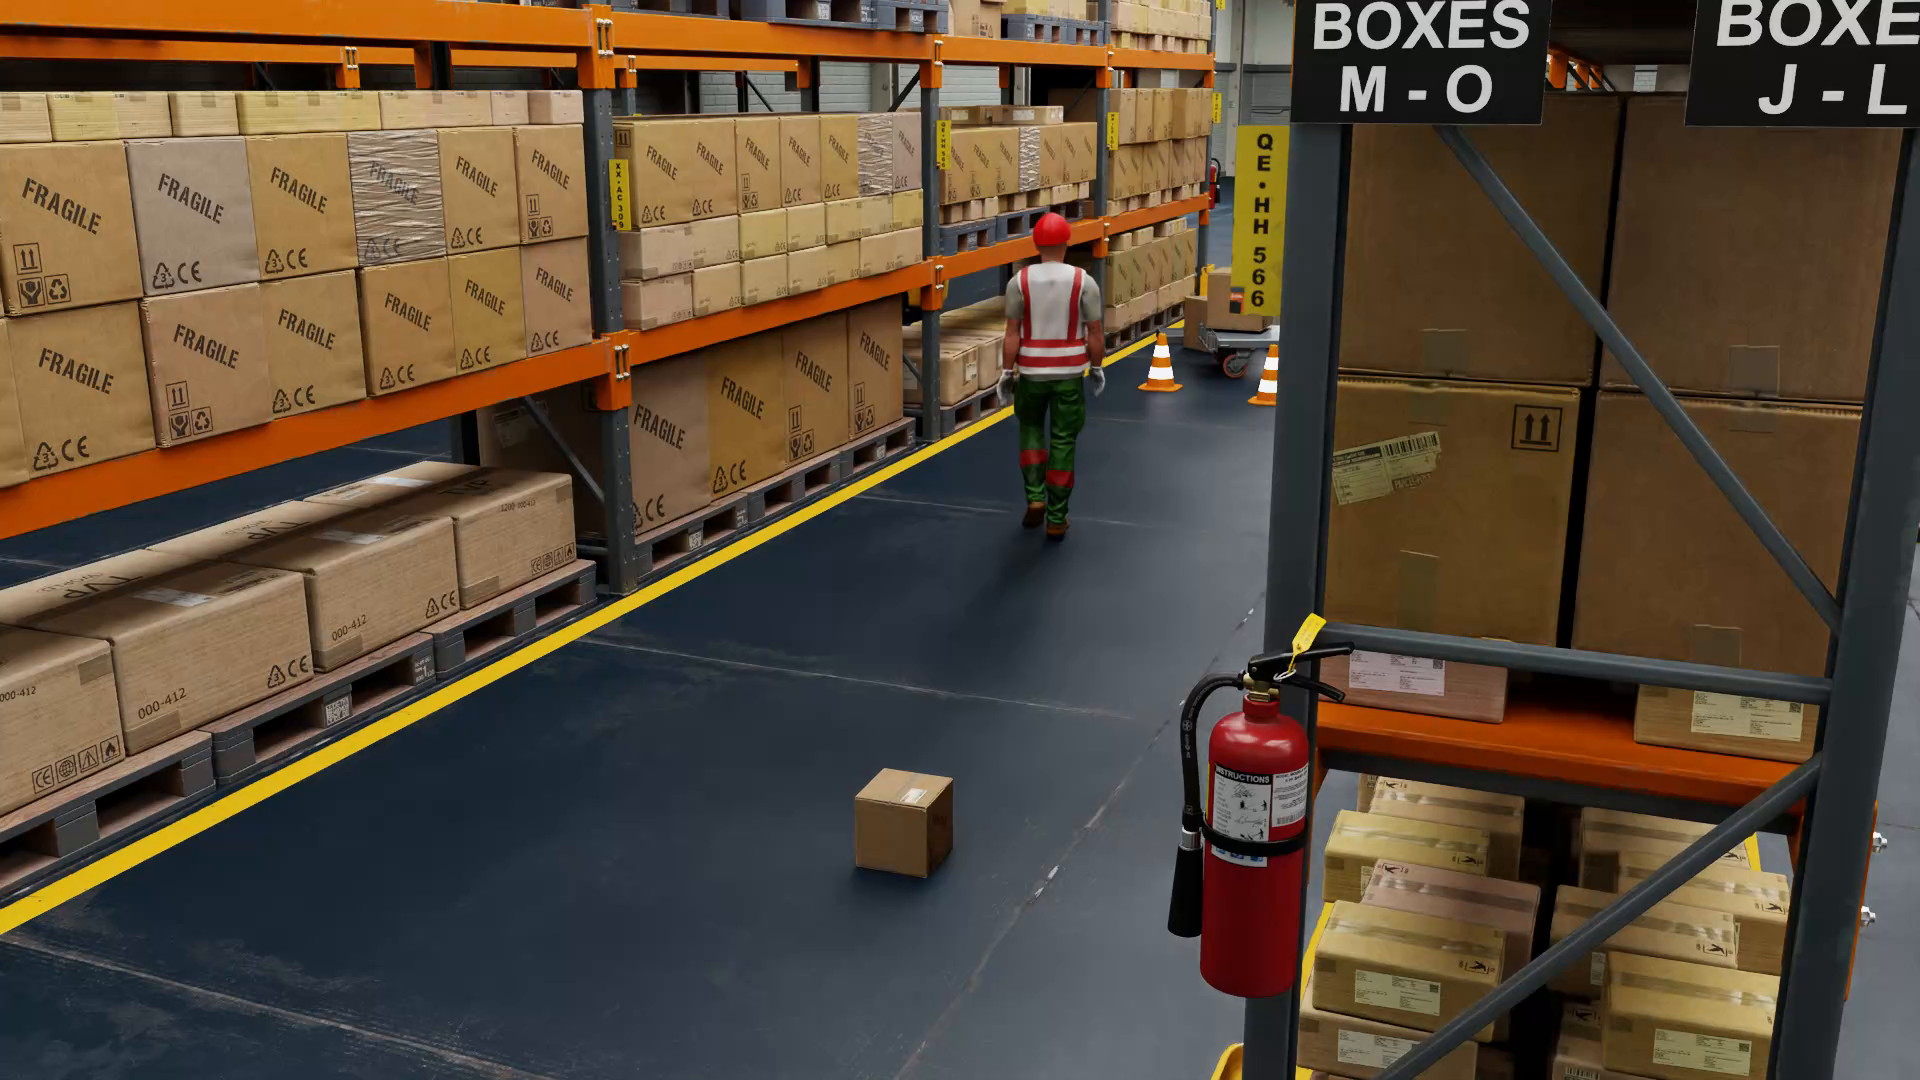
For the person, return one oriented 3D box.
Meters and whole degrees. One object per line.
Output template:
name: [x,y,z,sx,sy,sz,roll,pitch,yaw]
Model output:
person: [0.517,-0.913,9.329,0.589,1.833,0.501,2,15,9]
